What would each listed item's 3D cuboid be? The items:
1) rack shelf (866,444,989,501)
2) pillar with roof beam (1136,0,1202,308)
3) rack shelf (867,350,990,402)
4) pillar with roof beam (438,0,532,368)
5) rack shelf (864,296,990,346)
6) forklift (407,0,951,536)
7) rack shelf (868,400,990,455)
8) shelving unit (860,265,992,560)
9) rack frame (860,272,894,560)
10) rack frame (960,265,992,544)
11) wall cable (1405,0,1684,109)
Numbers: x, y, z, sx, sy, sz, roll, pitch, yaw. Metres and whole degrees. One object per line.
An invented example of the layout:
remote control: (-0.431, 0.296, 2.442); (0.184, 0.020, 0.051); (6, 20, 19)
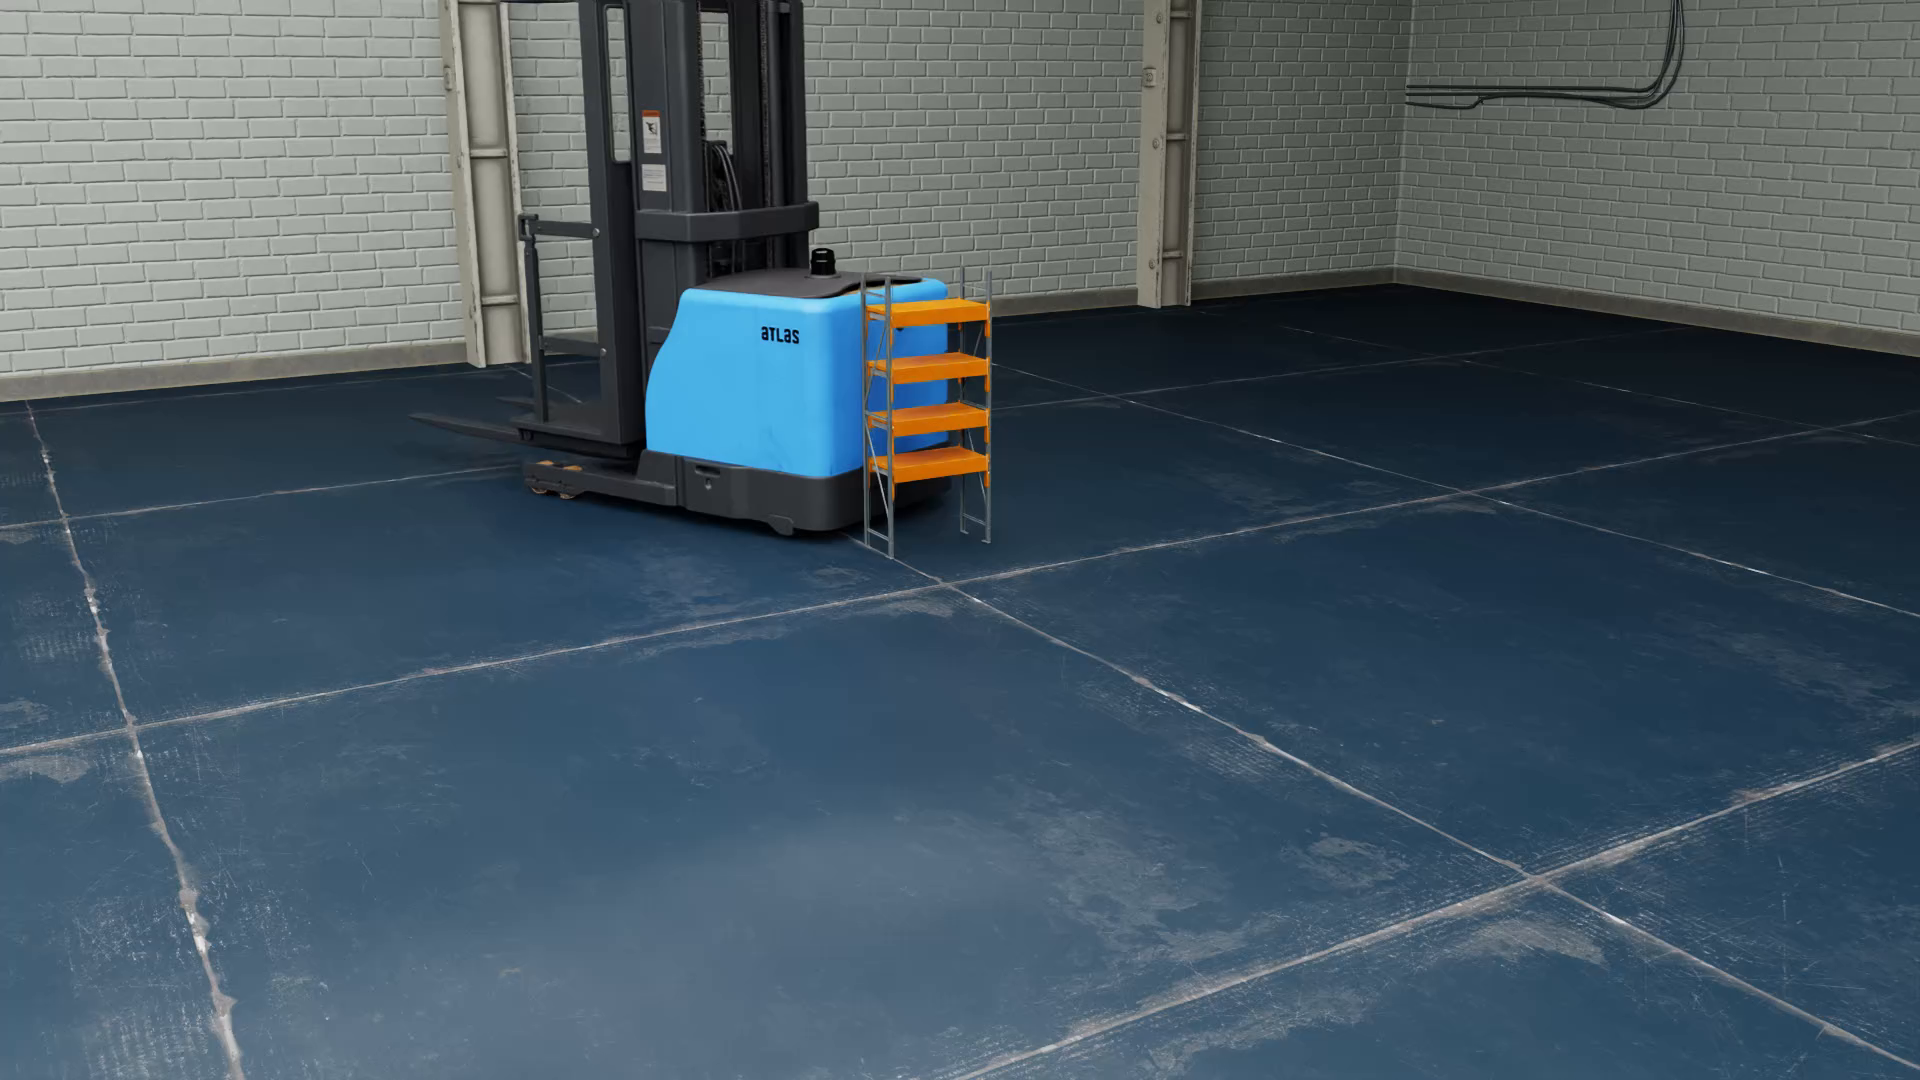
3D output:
rack shelf: (-0.142, -0.299, 7.238); (0.480, 0.148, 0.258); (-9, 18, -30)
pillar with roof beam: (4.045, -5.453, 10.189); (0.400, 9.000, 9.100); (-9, 18, -30)
rack shelf: (-0.142, -0.705, 7.124); (0.480, 0.148, 0.258); (-9, 18, -30)
pillar with roof beam: (-1.098, -4.619, 7.214); (0.400, 9.000, 9.100); (-9, 18, -30)
rack shelf: (-0.142, -0.933, 7.060); (0.480, 0.148, 0.258); (-9, 18, -30)
forklift: (-1.549, -1.715, 8.097); (3.031, 2.935, 1.130); (10, 19, 33)
rack shelf: (-0.142, -0.490, 7.184); (0.480, 0.148, 0.258); (-9, 18, -30)
shelving unit: (-0.142, -0.555, 7.166); (0.503, 1.200, 0.258); (-9, 18, -30)
rack frame: (-0.351, -0.521, 7.045); (0.015, 1.200, 0.240); (-9, 18, -30)
rack frame: (0.067, -0.589, 7.287); (0.015, 1.200, 0.240); (-9, 18, -30)
wall cable: (5.035, -5.057, 14.531); (0.112, 2.526, 3.097); (-9, 18, -30)
